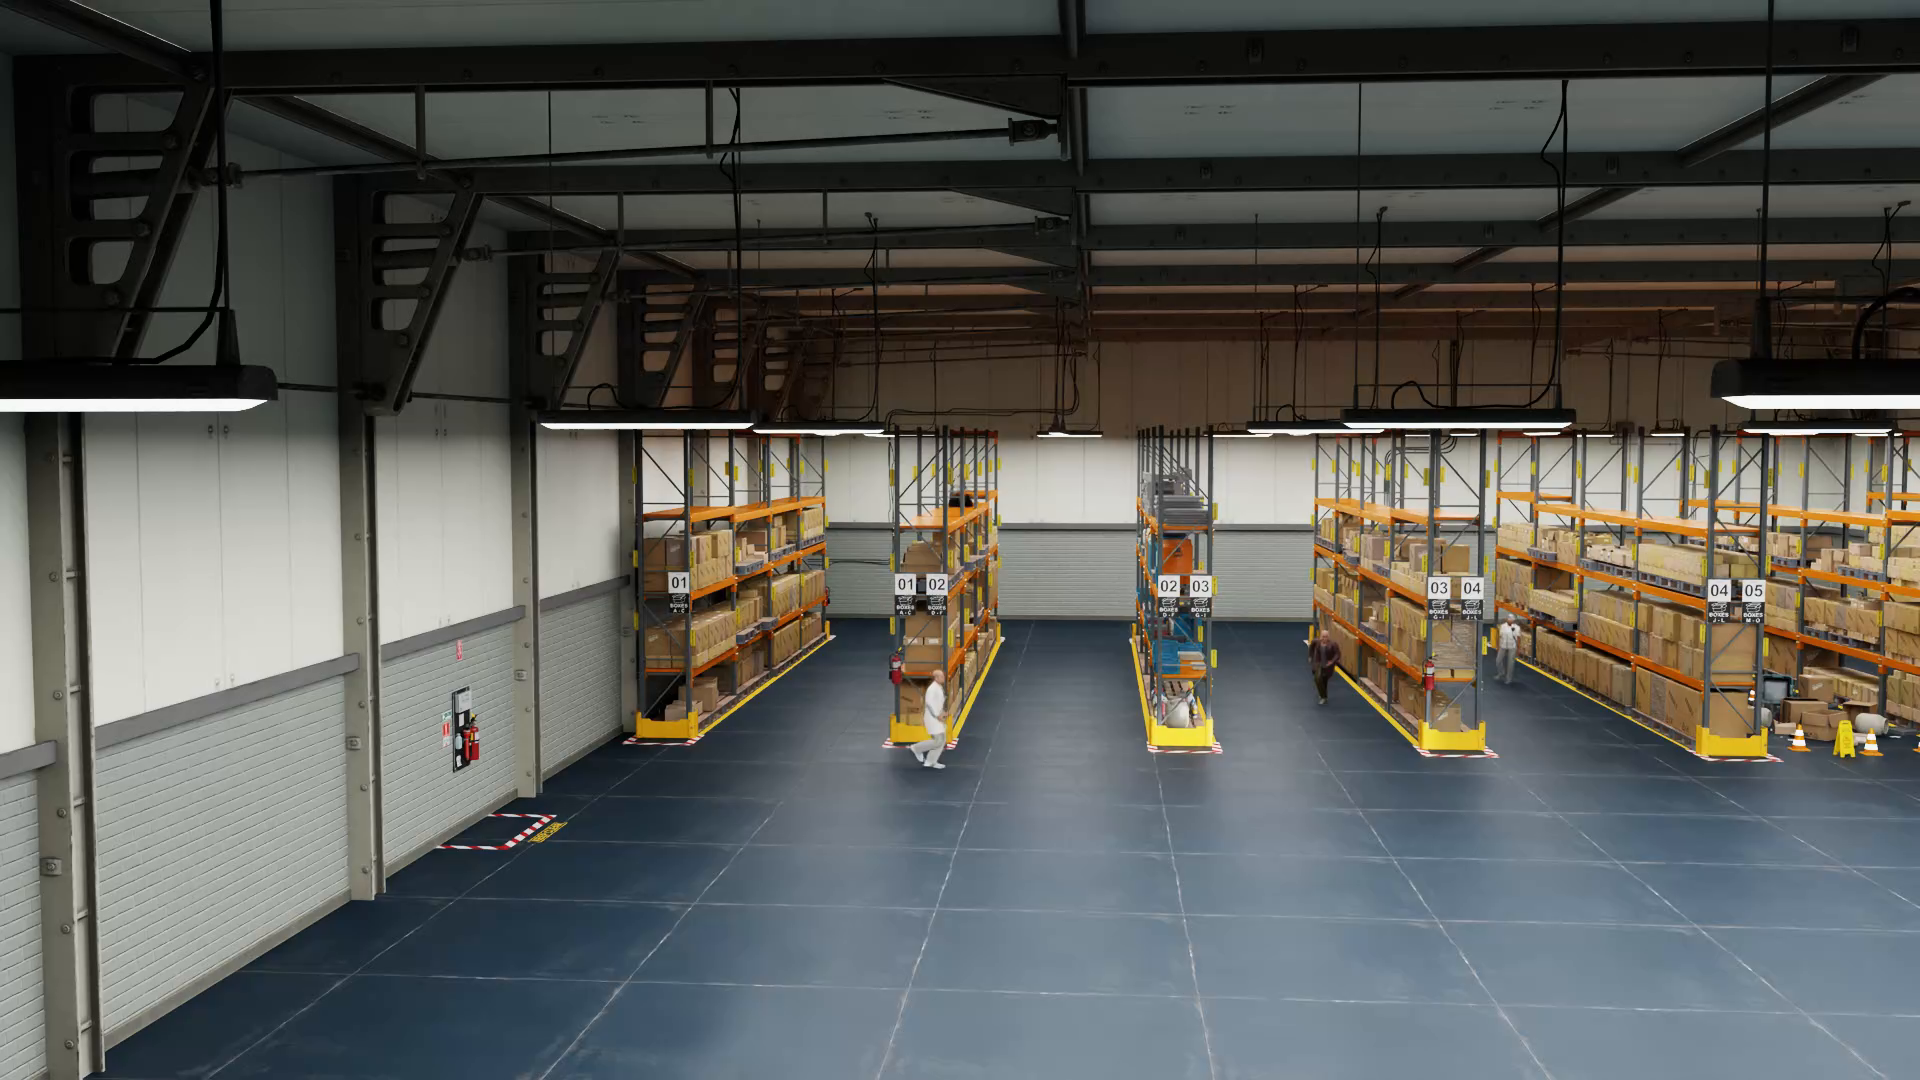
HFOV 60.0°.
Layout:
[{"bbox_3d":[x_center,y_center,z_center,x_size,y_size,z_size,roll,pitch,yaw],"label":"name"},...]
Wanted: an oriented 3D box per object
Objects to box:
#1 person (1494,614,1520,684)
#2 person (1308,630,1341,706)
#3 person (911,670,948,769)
[{"bbox_3d":[12.863,2.555,39.102,0.611,1.684,0.478,2,4,32],"label":"person"},{"bbox_3d":[7.919,2.720,36.117,0.714,1.631,1.108,1,4,16],"label":"person"},{"bbox_3d":[-0.550,3.123,29.040,0.649,1.730,0.683,1,4,16],"label":"person"}]
